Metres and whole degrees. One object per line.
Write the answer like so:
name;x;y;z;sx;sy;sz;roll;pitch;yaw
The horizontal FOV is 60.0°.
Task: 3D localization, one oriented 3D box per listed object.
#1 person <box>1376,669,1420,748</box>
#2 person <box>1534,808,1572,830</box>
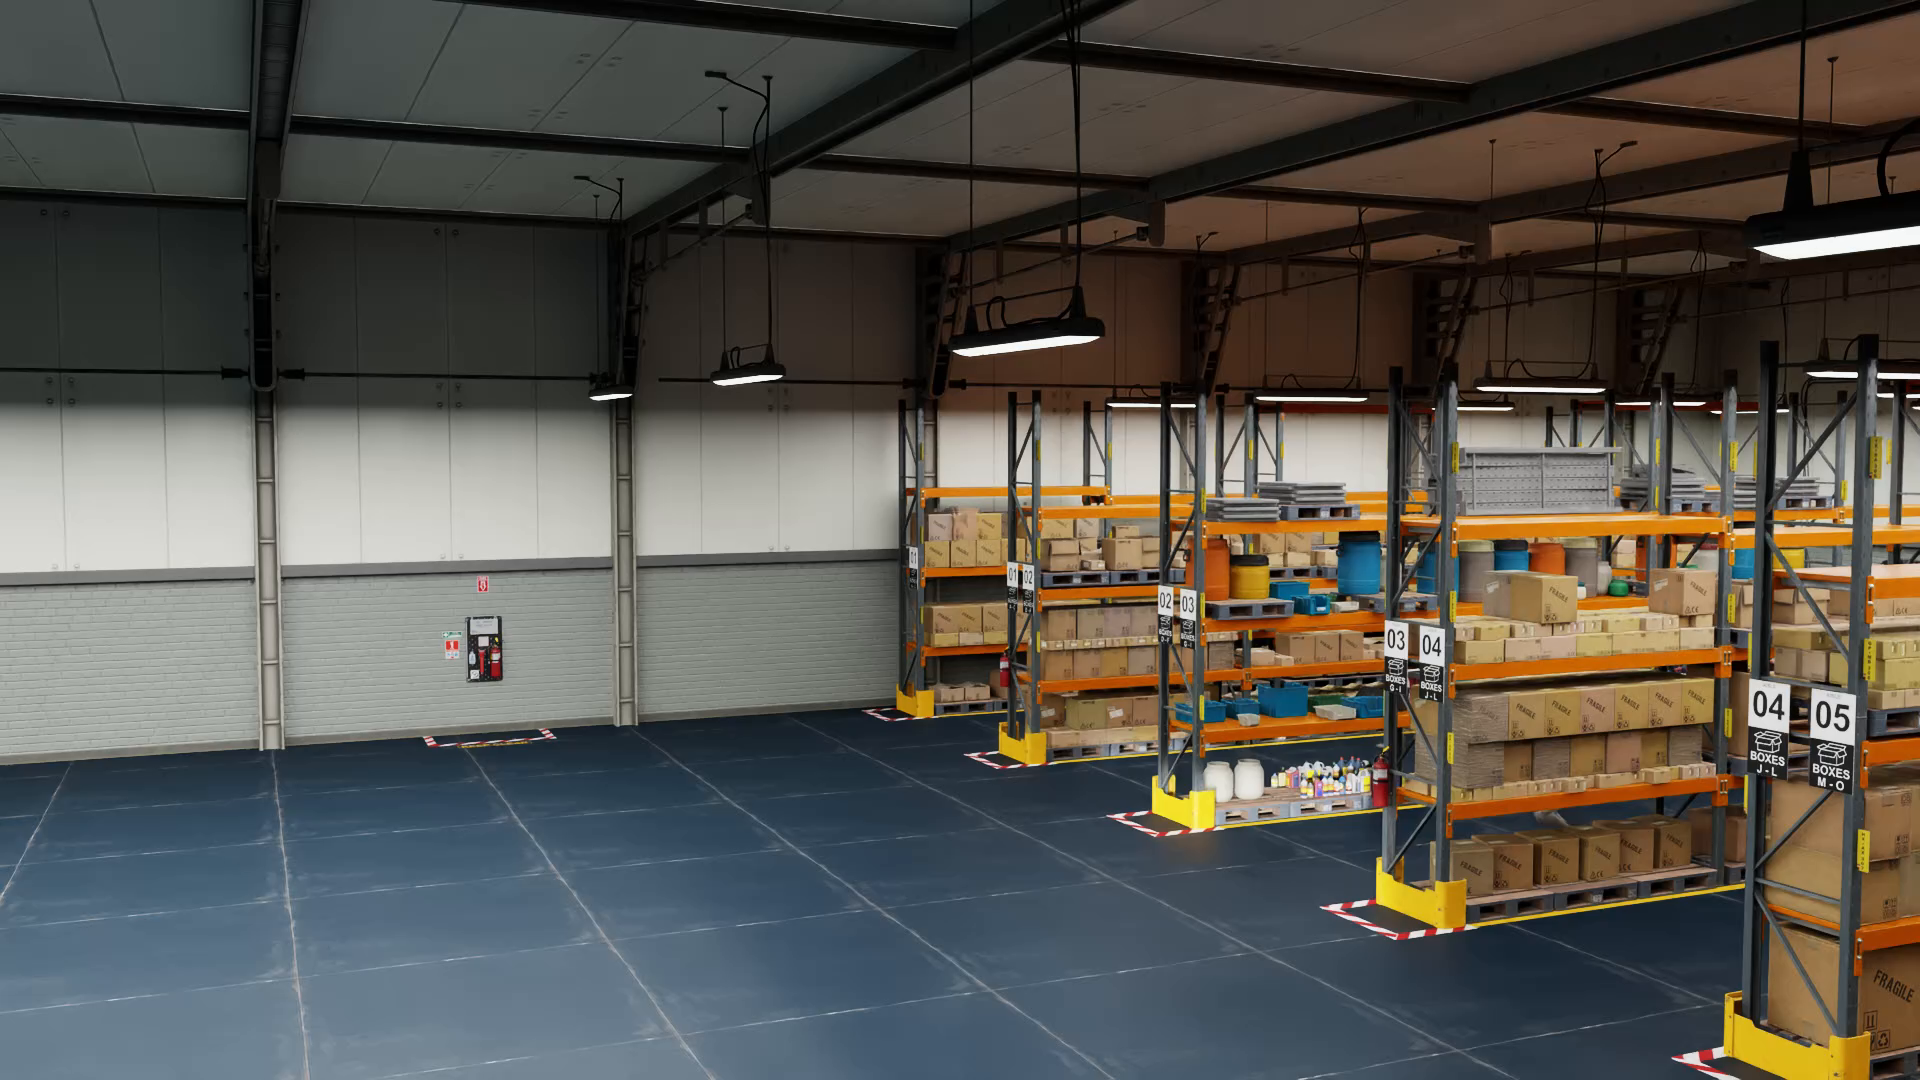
person;7.487;2.644;28.013;1.113;1.699;0.556;-3;4;-39
person;7.500;3.098;20.955;0.696;1.684;0.717;-1;3;-11
